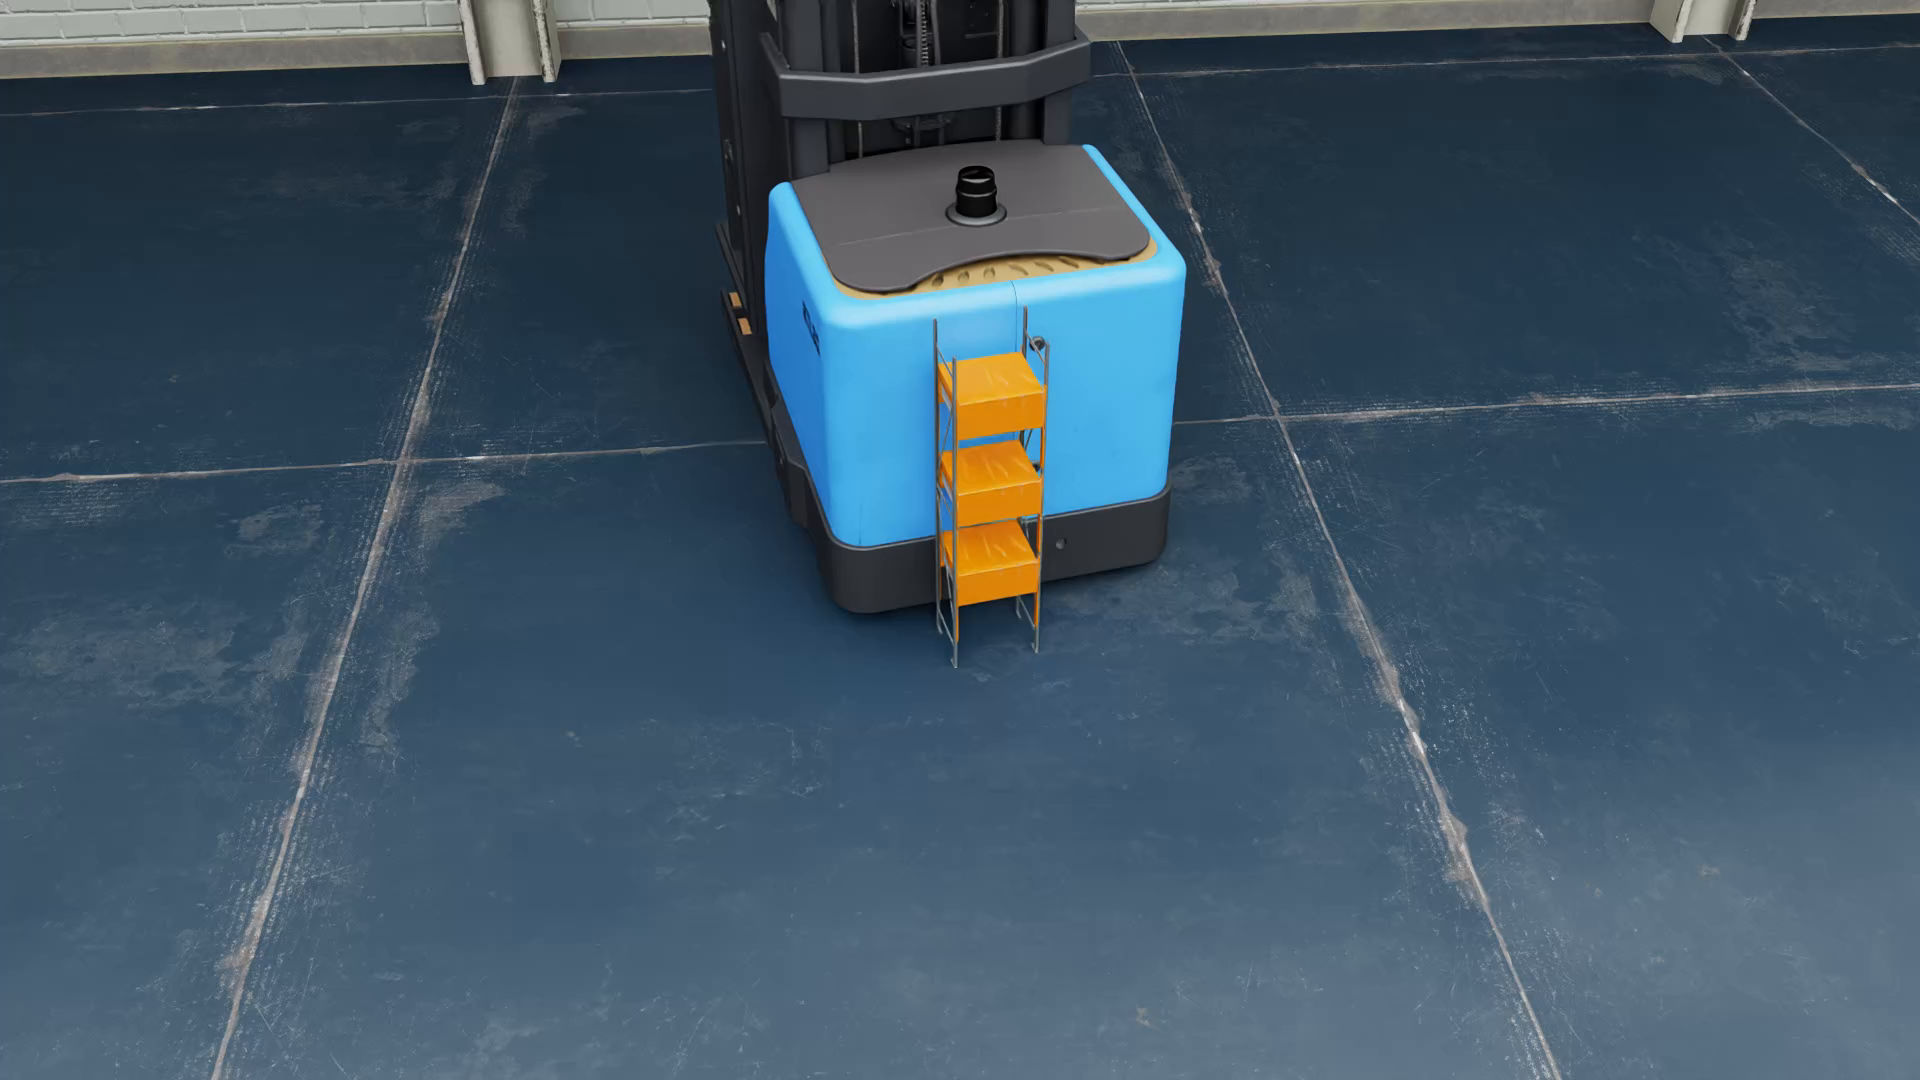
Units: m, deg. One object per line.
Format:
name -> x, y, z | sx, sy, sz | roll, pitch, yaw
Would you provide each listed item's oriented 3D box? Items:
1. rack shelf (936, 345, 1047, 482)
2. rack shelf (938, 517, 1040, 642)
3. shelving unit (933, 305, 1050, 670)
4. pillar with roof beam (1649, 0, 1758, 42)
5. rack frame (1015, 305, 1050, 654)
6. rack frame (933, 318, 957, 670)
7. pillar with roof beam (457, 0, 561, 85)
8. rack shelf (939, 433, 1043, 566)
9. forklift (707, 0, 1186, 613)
rack shelf -> 0.078, -0.334, 4.385 | 0.240, 0.259, 0.215 | -10, 39, -12
rack shelf -> 0.078, 0.106, 4.733 | 0.240, 0.259, 0.215 | -10, 39, -12
shelving unit -> 0.078, -0.120, 4.554 | 0.252, 1.050, 0.215 | -10, 39, -12
pillar with roof beam -> 4.184, -3.514, 2.439 | 0.400, 9.000, 9.100 | -3, 38, -4
rack frame -> 0.196, -0.141, 4.581 | 0.008, 1.050, 0.200 | -10, 39, -12
rack frame -> -0.039, -0.099, 4.528 | 0.008, 1.050, 0.200 | -10, 39, -12
pillar with roof beam -> -1.792, -3.185, 2.021 | 0.400, 9.000, 9.100 | -3, 38, -4
rack shelf -> 0.078, -0.112, 4.561 | 0.240, 0.259, 0.215 | -10, 39, -12
forklift -> -0.259, -1.854, 5.234 | 1.130, 2.935, 3.031 | -10, 39, -12
